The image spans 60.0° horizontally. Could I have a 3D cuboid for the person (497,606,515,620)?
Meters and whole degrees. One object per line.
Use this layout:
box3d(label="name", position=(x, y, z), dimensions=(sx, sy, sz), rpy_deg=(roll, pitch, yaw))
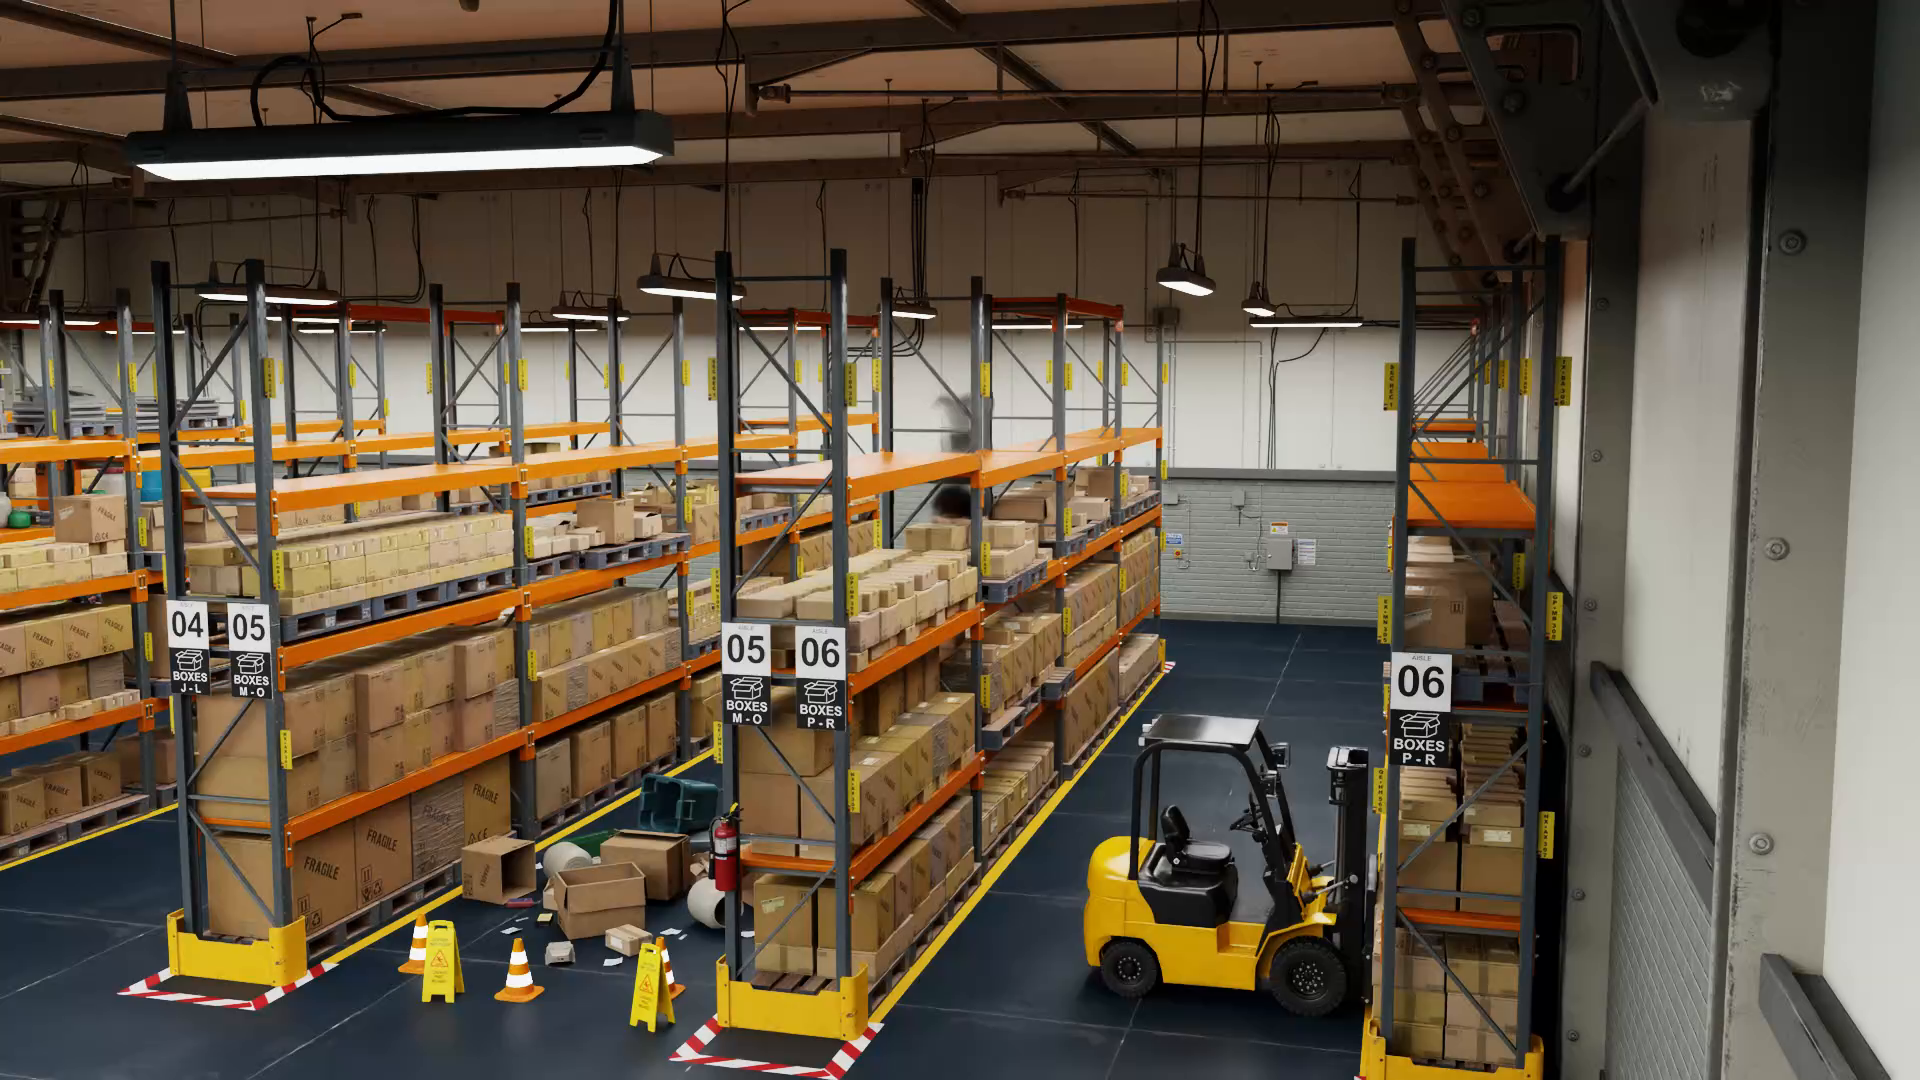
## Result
box3d(label="person", position=(-6.519, 1.740, 24.746), dimensions=(0.746, 1.715, 1.061), rpy_deg=(2, 6, 16))

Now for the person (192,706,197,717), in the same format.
box3d(label="person", position=(-10.574, 1.958, 22.786), dimensions=(0.669, 1.614, 0.760), rpy_deg=(1, 6, 13))
